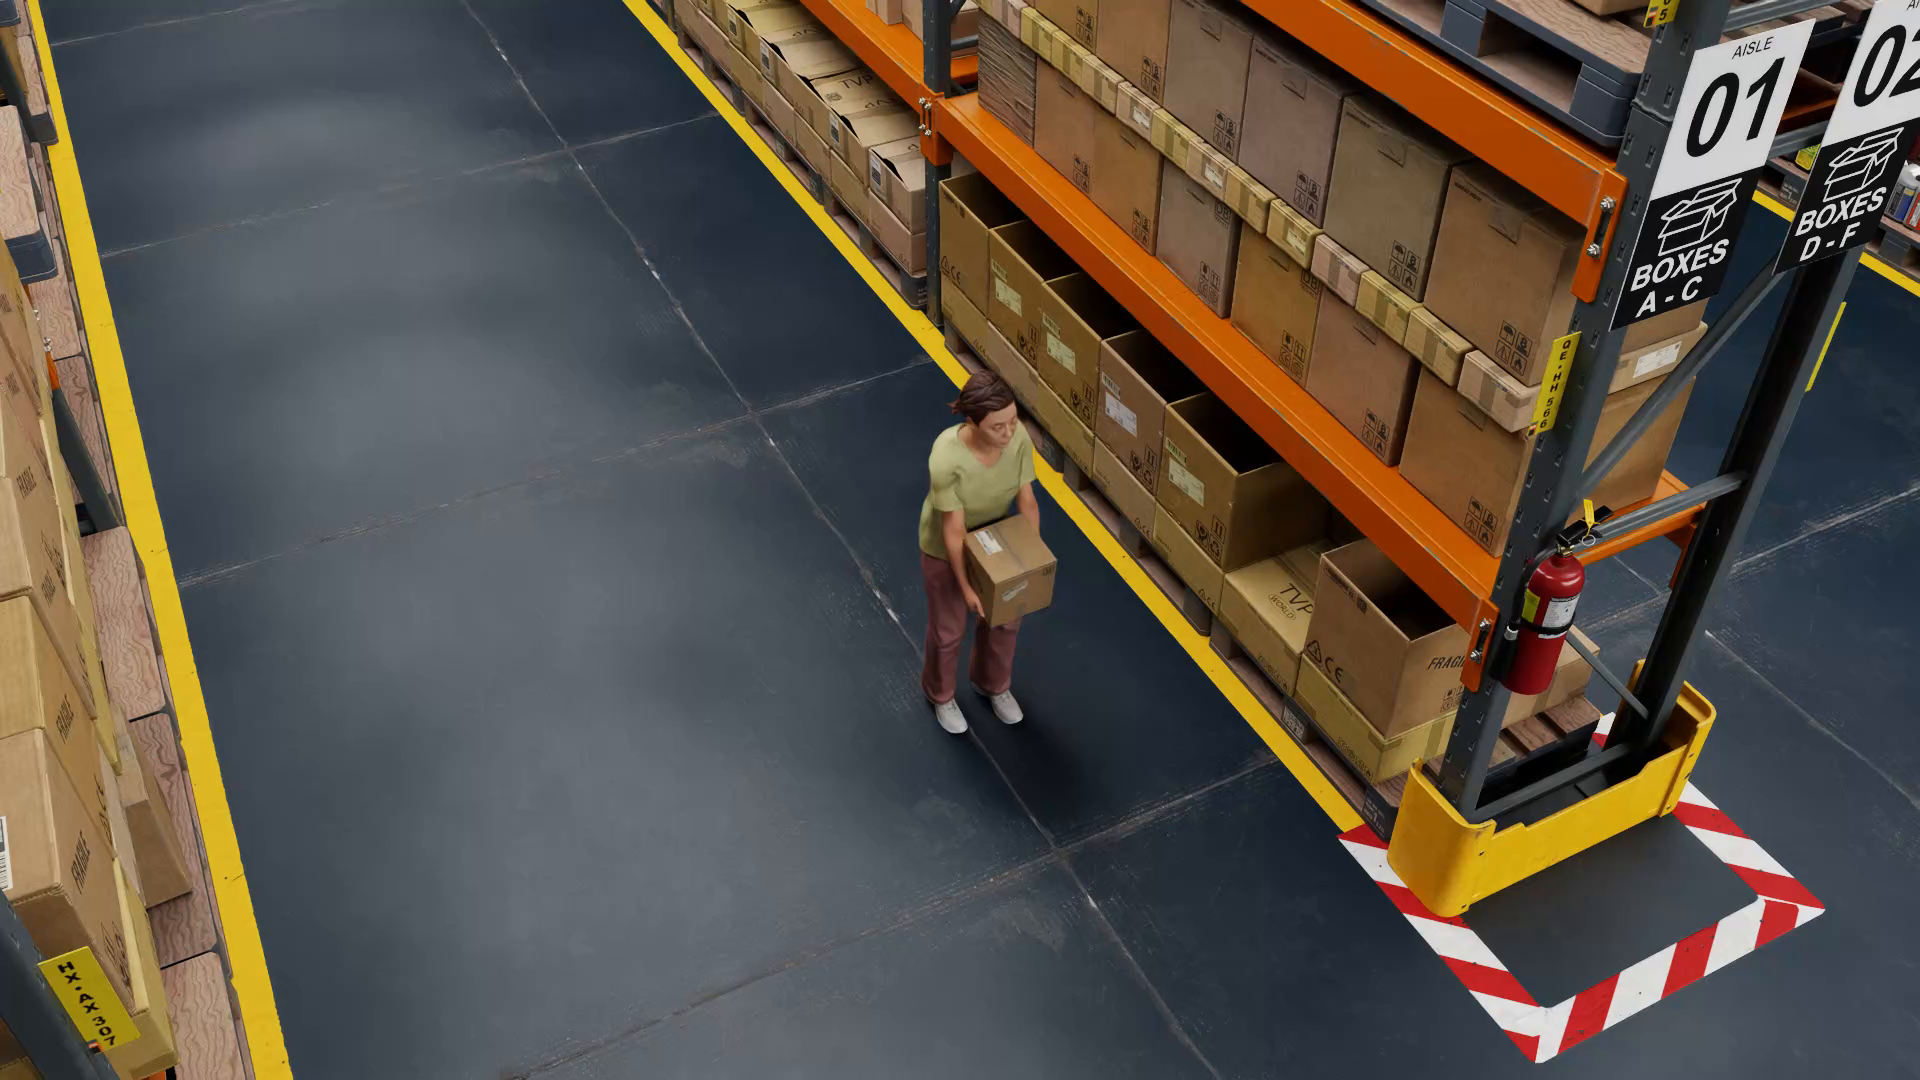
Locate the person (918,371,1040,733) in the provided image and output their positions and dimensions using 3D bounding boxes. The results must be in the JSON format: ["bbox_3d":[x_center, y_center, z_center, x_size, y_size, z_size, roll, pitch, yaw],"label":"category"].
[{"bbox_3d":[0.085,0.067,6.104,0.409,1.654,0.521,-20,45,-21],"label":"person"}]
